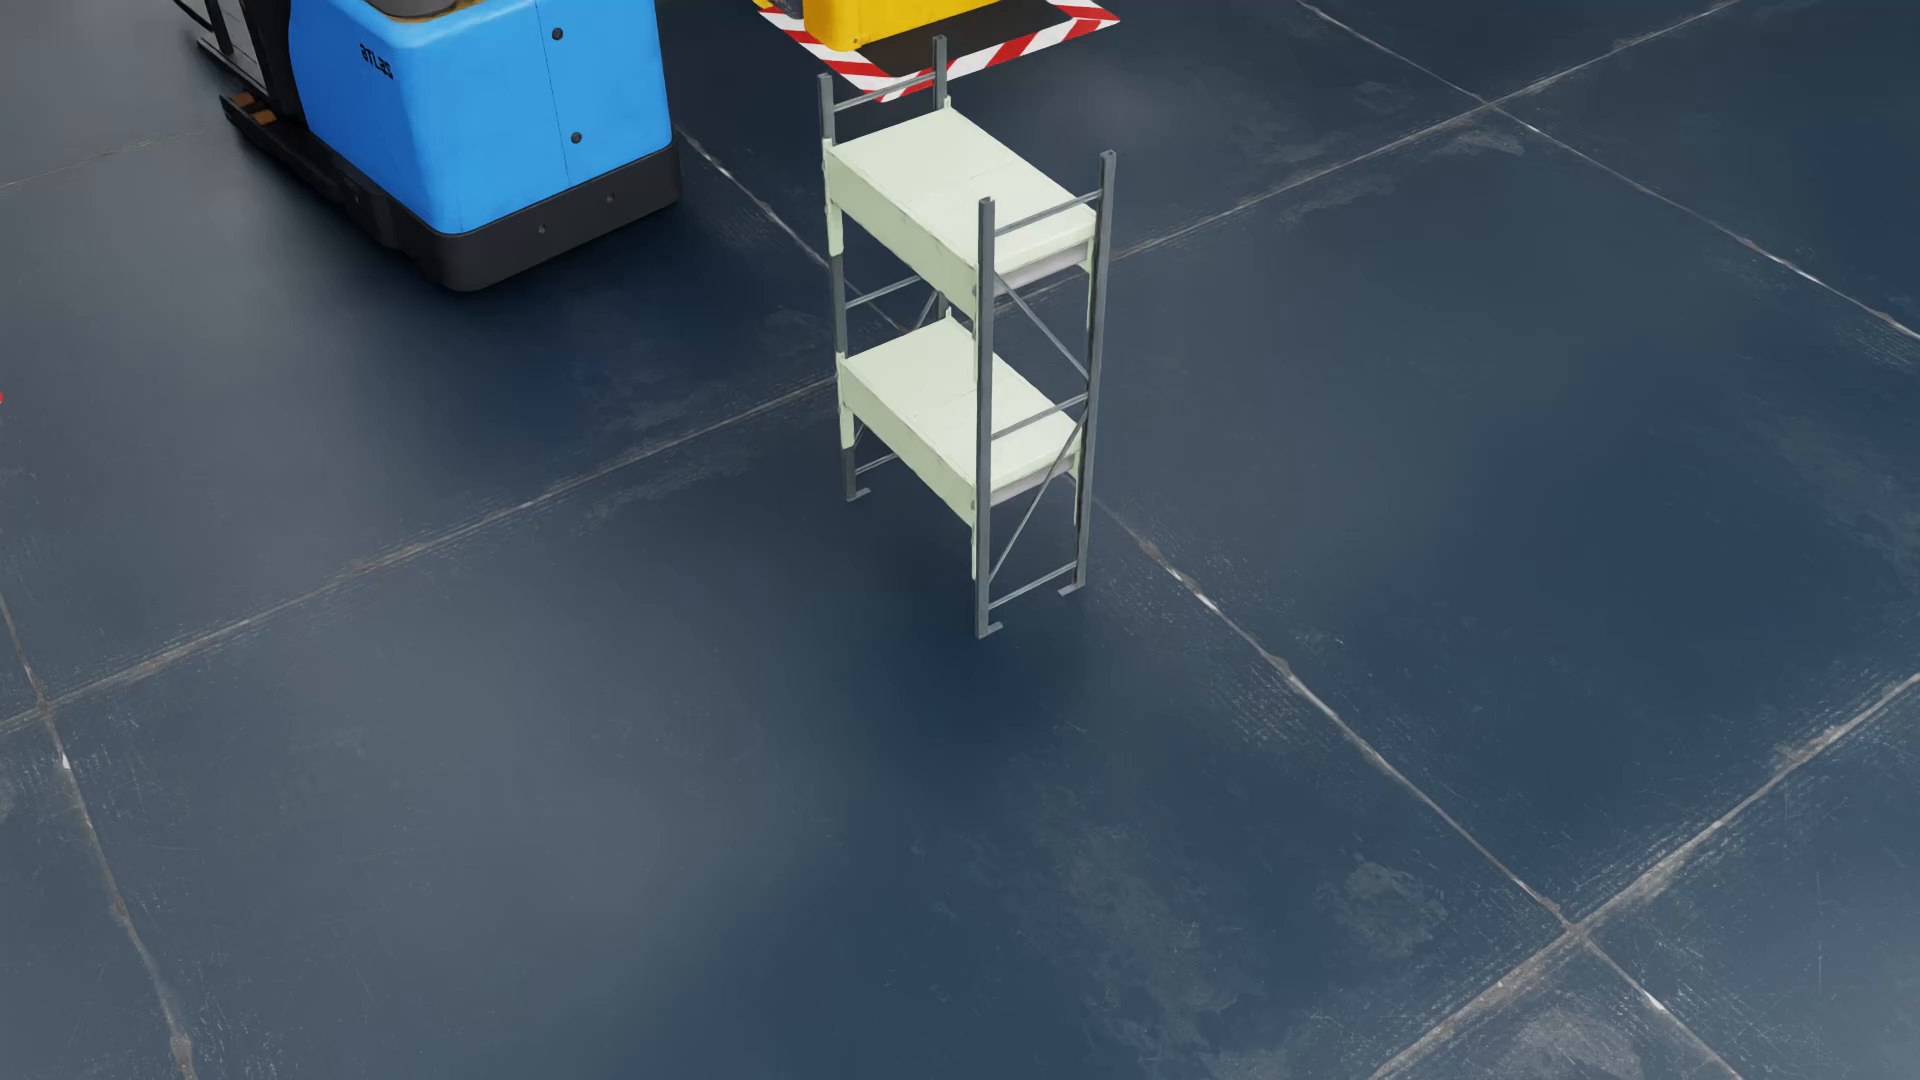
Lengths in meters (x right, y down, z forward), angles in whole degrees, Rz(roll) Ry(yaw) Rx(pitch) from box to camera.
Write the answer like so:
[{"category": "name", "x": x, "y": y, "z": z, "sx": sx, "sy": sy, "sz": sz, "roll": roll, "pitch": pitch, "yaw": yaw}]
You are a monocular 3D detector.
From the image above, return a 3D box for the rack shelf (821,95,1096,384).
[{"category": "rack shelf", "x": 0.004, "y": -0.821, "z": 4.459, "sx": 0.431, "sy": 0.370, "sz": 0.720, "roll": -26, "pitch": 49, "yaw": -24}]

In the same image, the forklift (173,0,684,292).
[{"category": "forklift", "x": -2.464, "y": -2.901, "z": 6.166, "sx": 1.130, "sy": 2.935, "sz": 3.031, "roll": -33, "pitch": 52, "yaw": -29}]

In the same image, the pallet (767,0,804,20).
[{"category": "pallet", "x": -0.710, "y": -3.047, "z": 8.289, "sx": 1.003, "sy": 0.211, "sz": 1.213, "roll": -26, "pitch": 49, "yaw": -24}]

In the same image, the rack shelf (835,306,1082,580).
[{"category": "rack shelf", "x": 0.004, "y": -0.303, "z": 4.953, "sx": 0.431, "sy": 0.370, "sz": 0.720, "roll": -26, "pitch": 49, "yaw": -24}]

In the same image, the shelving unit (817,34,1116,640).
[{"category": "shelving unit", "x": 0.004, "y": -0.539, "z": 4.728, "sx": 0.431, "sy": 1.500, "sz": 0.755, "roll": -26, "pitch": 49, "yaw": -24}]

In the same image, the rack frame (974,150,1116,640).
[{"category": "rack frame", "x": 0.213, "y": -0.331, "z": 4.511, "sx": 0.400, "sy": 1.500, "sz": 0.023, "roll": -26, "pitch": 49, "yaw": -24}]

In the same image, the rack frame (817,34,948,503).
[{"category": "rack frame", "x": -0.206, "y": -0.746, "z": 4.945, "sx": 0.400, "sy": 1.500, "sz": 0.023, "roll": -26, "pitch": 49, "yaw": -24}]

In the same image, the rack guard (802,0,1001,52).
[{"category": "rack guard", "x": -0.174, "y": -2.716, "z": 7.733, "sx": 1.175, "sy": 0.500, "sz": 0.348, "roll": -26, "pitch": 49, "yaw": -24}]
